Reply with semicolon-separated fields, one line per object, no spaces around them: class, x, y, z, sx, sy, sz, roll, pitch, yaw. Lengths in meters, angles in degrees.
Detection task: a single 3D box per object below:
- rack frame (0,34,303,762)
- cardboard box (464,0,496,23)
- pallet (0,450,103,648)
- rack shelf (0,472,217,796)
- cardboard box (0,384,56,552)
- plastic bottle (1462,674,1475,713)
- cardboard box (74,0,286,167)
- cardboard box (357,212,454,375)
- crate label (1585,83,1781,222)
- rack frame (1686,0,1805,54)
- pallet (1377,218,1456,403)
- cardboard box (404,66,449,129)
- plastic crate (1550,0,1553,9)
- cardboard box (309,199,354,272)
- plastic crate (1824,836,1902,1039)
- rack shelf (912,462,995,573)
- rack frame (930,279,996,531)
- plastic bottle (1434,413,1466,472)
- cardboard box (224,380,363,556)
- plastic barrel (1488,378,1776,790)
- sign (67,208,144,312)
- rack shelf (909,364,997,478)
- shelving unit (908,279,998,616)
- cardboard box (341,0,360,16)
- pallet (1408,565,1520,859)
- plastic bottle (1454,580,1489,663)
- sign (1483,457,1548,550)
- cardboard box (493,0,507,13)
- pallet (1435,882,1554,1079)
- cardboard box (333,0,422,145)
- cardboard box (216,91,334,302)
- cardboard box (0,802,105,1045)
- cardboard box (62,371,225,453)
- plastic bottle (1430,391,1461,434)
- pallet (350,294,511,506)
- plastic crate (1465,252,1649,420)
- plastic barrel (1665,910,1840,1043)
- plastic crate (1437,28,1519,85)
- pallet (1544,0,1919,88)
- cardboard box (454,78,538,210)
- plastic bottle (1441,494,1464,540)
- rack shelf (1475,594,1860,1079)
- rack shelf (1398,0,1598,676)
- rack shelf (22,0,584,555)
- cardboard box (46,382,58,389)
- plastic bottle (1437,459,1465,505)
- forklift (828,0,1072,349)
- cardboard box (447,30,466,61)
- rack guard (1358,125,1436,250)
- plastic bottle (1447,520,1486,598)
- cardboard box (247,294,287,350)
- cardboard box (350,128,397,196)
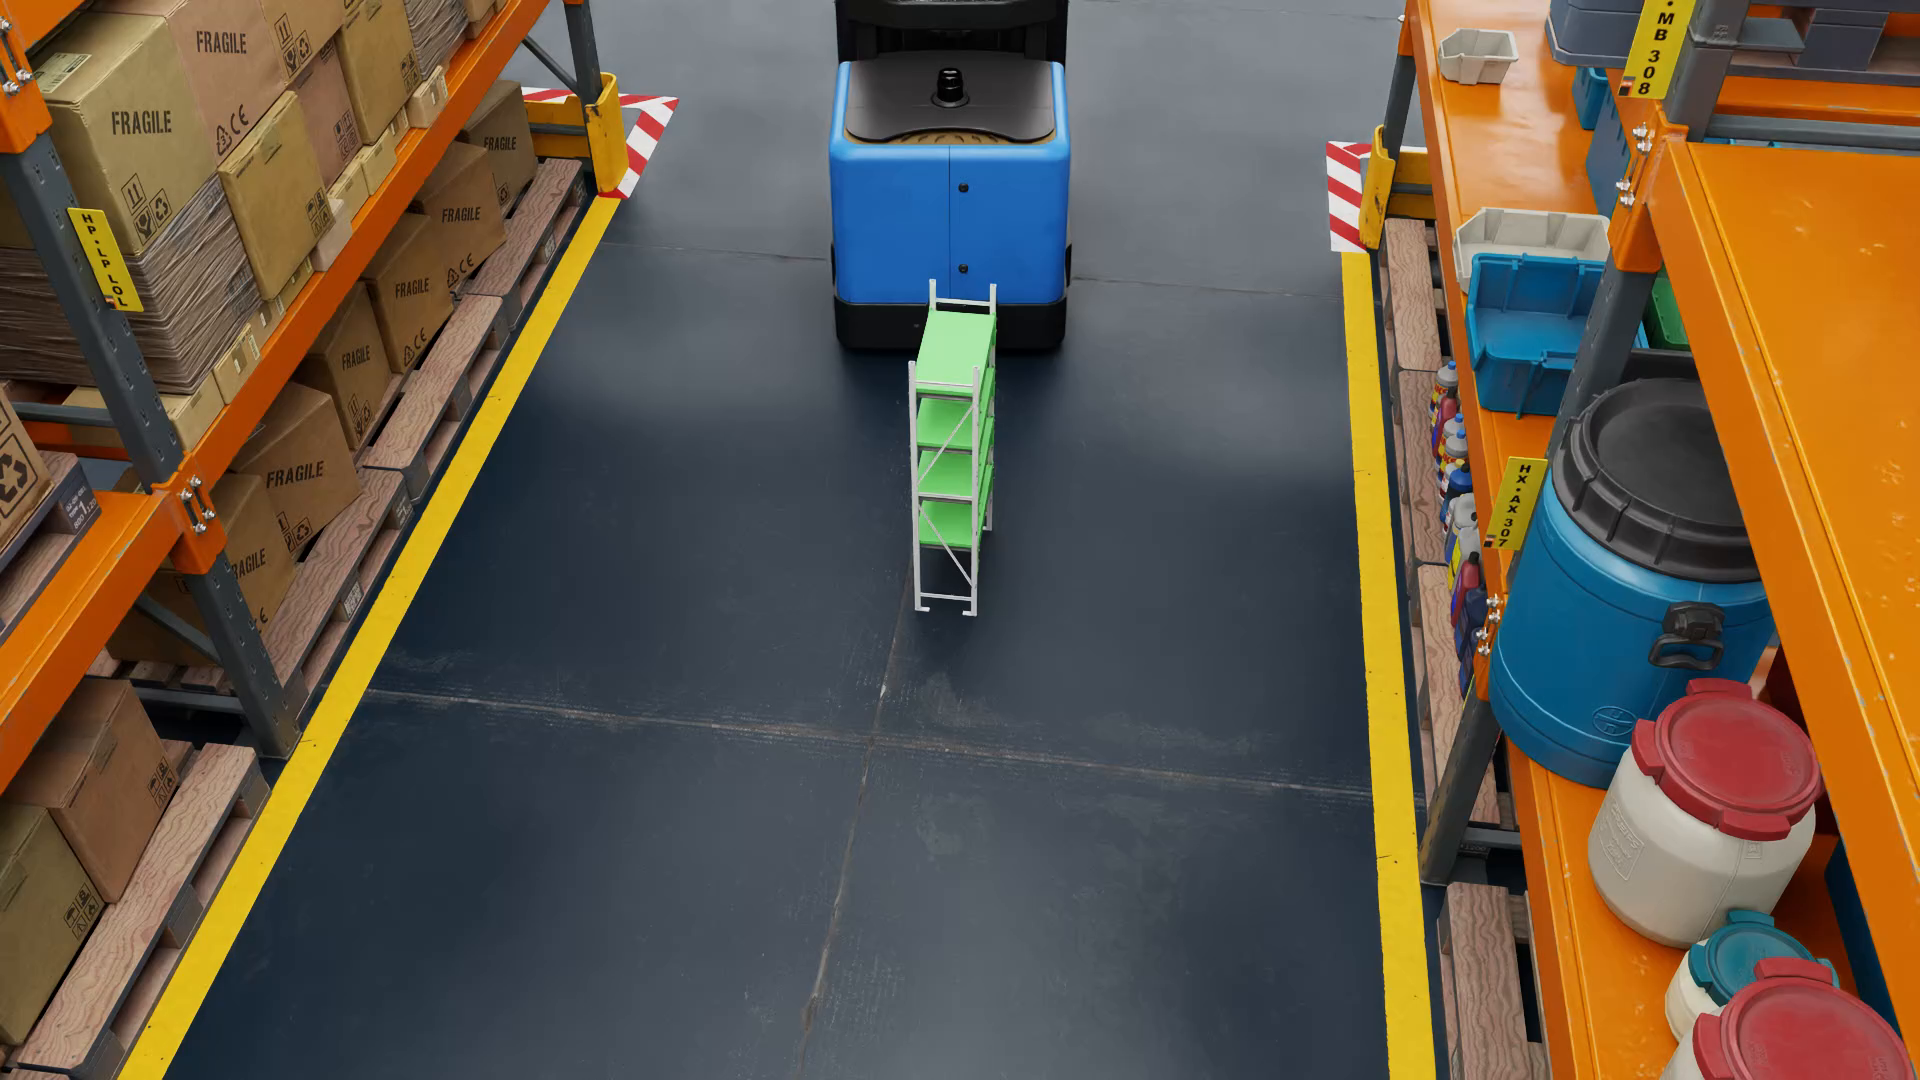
rack frame;-2.875;-0.387;4.977;1.000;3.000;0.127;5;44;6
cardboard box;-2.394;-2.534;6.955;0.875;0.500;0.500;5;44;6
pallet;-3.121;0.190;4.507;1.003;0.211;1.213;5;44;6
rack shelf;-3.140;1.237;3.785;1.077;0.370;4.000;5;44;6
cardboard box;-3.119;-0.229;4.068;1.000;1.000;1.000;6;44;6
plastic bottle;1.771;0.532;5.662;0.061;0.283;0.133;7;44;8
cardboard box;-2.499;-1.519;5.156;0.500;0.500;0.500;5;44;6
cardboard box;-2.592;-1.099;7.241;0.500;0.500;0.500;9;44;9
crate label;2.588;-1.397;6.018;0.502;0.435;0.616;5;44;6
rack frame;2.034;-2.115;2.439;1.000;3.000;0.127;5;44;6
pallet;2.487;-1.041;7.696;1.003;0.211;1.213;5;44;6
cardboard box;-2.274;-1.777;6.628;0.380;0.149;0.250;5;44;6
plastic crate;2.793;-2.241;7.043;0.499;0.251;0.616;5;44;6
cardboard box;-2.400;-1.095;5.908;0.380;0.149;0.250;5;44;6
plastic crate;2.197;0.849;3.684;0.392;0.384;0.575;5;44;6
rack shelf;-0.022;-0.102;6.427;0.258;0.148;0.480;5;44;6
rack frame;0.010;-0.489;6.394;0.240;1.200;0.015;5;44;6
plastic bottle;1.969;-0.391;6.646;0.097;0.271;0.097;0;43;0
cardboard box;-2.715;-0.292;6.389;0.500;0.500;0.500;19;46;19
plastic barrel;1.683;0.117;4.081;0.600;0.901;0.708;5;44;6
sign;-2.325;-0.760;4.529;0.100;0.325;0.005;5;44;6
rack shelf;-0.022;-0.451;6.097;0.258;0.148;0.480;5;44;6
shelving unit;-0.022;-0.323;6.218;0.258;1.200;0.503;5;44;6
cardboard box;-2.378;-2.202;5.877;0.500;0.500;0.500;5;44;6
pallet;2.164;0.622;5.940;1.003;0.211;1.213;5;44;6
plastic bottle;1.859;0.269;5.891;0.144;0.351;0.185;3;44;3
sign;1.490;-0.095;4.467;0.100;0.325;0.005;5;44;6
cardboard box;-2.195;-2.464;7.353;0.380;0.149;0.250;5;44;6
pallet;1.969;1.614;4.892;1.003;0.211;1.213;5;44;6
cardboard box;-2.580;-1.857;6.241;0.875;0.500;0.500;5;44;6
cardboard box;-2.654;-1.170;5.515;0.875;0.500;0.500;5;44;6
cardboard box;-3.060;1.100;4.904;0.700;0.500;0.500;5;44;5
cardboard box;-2.549;-0.415;5.190;0.380;0.149;0.250;5;44;6
plastic bottle;2.001;-0.529;6.842;0.097;0.201;0.097;0;43;0
pallet;-2.663;-0.669;7.304;1.003;0.211;1.213;5;44;6
plastic crate;1.911;-0.662;5.376;0.499;0.251;0.616;5;44;6
plastic barrel;1.707;1.001;3.612;0.301;0.262;0.301;0;43;0
plastic crate;2.126;-1.987;6.858;0.298;0.136;0.250;5;44;6
pallet;2.033;-1.458;4.064;1.213;0.211;1.003;5;44;6
cardboard box;-2.446;-1.934;8.124;0.500;0.500;0.500;13;45;13
plastic bottle;1.916;-0.090;6.379;0.097;0.201;0.097;0;43;0
rack shelf;1.770;1.687;3.310;1.077;0.370;4.000;5;44;6
rack shelf;2.299;-1.039;6.189;1.077;0.370;4.000;5;44;6
rack shelf;-2.611;-1.489;6.664;1.077;0.370;4.000;5;44;6
cardboard box;-3.096;-0.639;5.426;0.380;0.149;0.250;5;44;6
plastic bottle;1.943;-0.230;6.527;0.097;0.201;0.097;0;43;0
forklift;-0.037;-2.925;7.707;1.130;2.935;3.031;0;43;0
cardboard box;-2.318;-2.128;6.999;0.380;0.149;0.250;5;44;6
rack guard;2.600;-1.699;8.181;1.175;0.500;0.348;5;44;6
plastic bottle;1.902;0.049;6.123;0.144;0.351;0.185;5;44;5
cardboard box;-2.497;-0.757;5.551;0.380;0.149;0.250;5;44;6
cardboard box;-2.364;-1.439;6.271;0.380;0.149;0.250;5;44;6
